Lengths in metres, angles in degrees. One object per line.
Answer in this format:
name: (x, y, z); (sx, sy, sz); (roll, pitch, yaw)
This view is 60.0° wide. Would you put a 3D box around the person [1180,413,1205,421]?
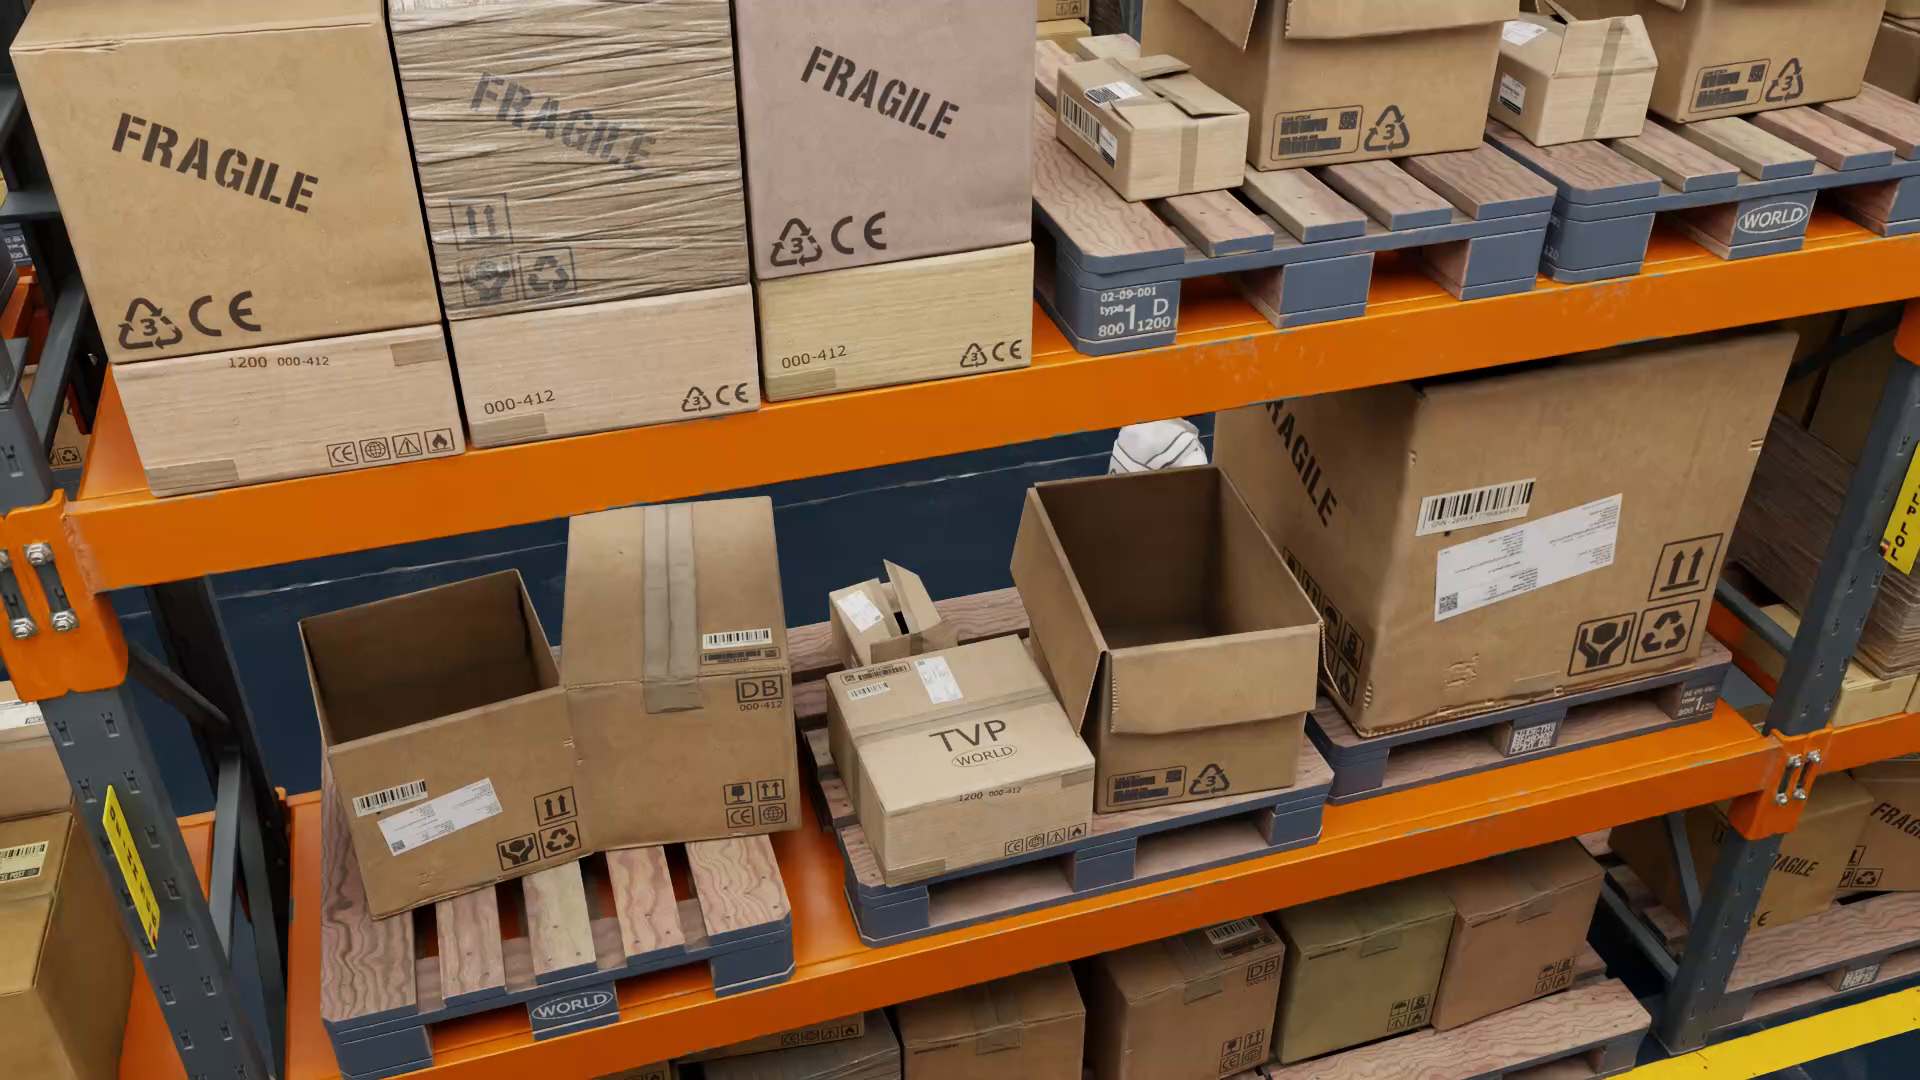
person: (0.760, 0.078, 6.028); (0.323, 1.659, 0.529); (-12, 36, -18)
